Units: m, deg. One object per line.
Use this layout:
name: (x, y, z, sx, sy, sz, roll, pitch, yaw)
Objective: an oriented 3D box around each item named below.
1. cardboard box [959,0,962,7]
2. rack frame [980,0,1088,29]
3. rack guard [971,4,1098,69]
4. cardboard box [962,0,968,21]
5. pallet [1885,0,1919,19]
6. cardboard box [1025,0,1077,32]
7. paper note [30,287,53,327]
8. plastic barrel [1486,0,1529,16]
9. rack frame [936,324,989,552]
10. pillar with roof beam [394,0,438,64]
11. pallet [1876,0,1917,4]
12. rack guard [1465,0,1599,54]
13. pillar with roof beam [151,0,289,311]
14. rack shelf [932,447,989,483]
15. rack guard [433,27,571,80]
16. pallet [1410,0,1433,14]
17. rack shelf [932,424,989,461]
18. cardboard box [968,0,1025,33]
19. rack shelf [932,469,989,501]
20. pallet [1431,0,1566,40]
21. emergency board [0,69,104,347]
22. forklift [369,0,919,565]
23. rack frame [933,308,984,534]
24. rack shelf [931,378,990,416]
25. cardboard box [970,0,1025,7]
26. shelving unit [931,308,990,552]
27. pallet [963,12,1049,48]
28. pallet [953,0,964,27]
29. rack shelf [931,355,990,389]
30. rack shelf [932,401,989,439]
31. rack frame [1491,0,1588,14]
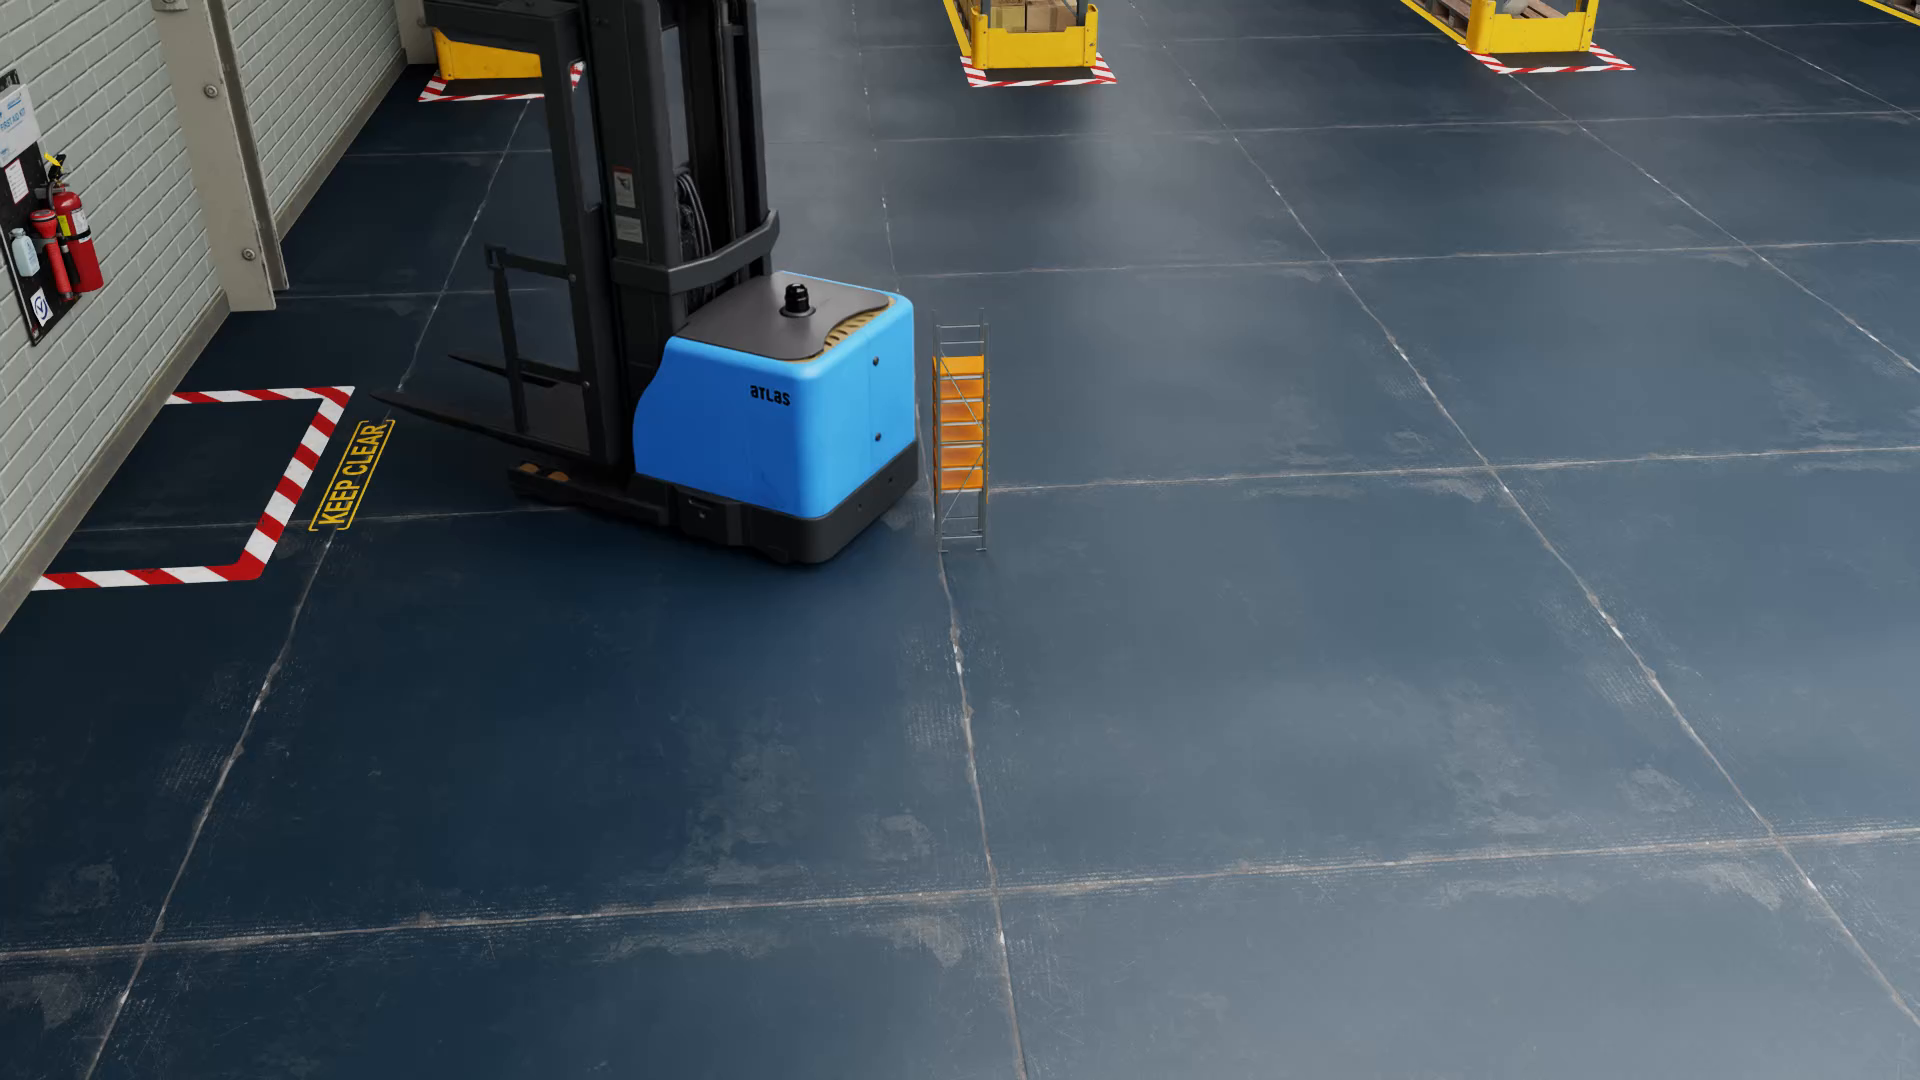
cardboard box: (0.245, -5.624, 17.012, 0.500, 0.250, 0.500, -3, 31, -5)
rack frame: (0.696, -5.855, 15.127, 1.000, 3.000, 0.127, -3, 31, -5)
rack guard: (0.699, -4.769, 15.747, 1.175, 0.500, 0.348, -3, 31, -5)
cardboard box: (0.293, -5.369, 16.585, 0.500, 0.250, 0.500, -3, 31, -5)
pallet: (10.512, -5.585, 17.395, 1.003, 0.211, 1.213, -3, 31, -5)
cardboard box: (0.868, -5.139, 16.200, 0.500, 0.250, 0.500, -3, 31, -5)
paper note: (-4.461, -1.133, 8.080, 0.016, 0.148, 0.142, -3, 31, -5)
plastic barrel: (5.491, -5.535, 16.607, 0.421, 0.512, 0.421, 0, 31, 0)
rack frame: (0.010, -0.461, 7.852, 0.240, 1.200, 0.006, -3, 31, -5)
pillar with roof beam: (-0.876, -8.713, 14.062, 9.100, 9.000, 0.400, -3, 31, -5)
pallet: (10.401, -6.207, 18.436, 1.003, 0.211, 1.213, -3, 31, -5)
rack guard: (5.574, -5.053, 16.223, 1.175, 0.500, 0.348, -3, 31, -5)
pillar with roof beam: (-0.315, -5.650, 8.933, 9.100, 9.000, 0.400, -3, 31, -5)
rack shelf: (0.001, -0.367, 8.014, 0.258, 0.103, 0.180, -3, 31, -5)
rack guard: (-4.242, -4.581, 15.432, 1.175, 0.500, 0.348, -3, 31, -5)
pallet: (5.393, -5.966, 18.032, 1.003, 0.211, 1.213, -3, 31, -5)
rack shelf: (0.001, -0.470, 7.953, 0.258, 0.103, 0.180, -3, 31, -5)
cardboard box: (0.352, -5.114, 16.159, 0.500, 0.250, 0.500, -3, 31, -5)
rack shelf: (0.001, -0.264, 8.076, 0.258, 0.103, 0.180, -3, 31, -5)
pallet: (5.504, -5.344, 16.992, 1.003, 0.211, 1.213, -3, 31, -5)
emergency board: (-4.408, -1.605, 8.011, 0.194, 1.169, 0.643, -3, 31, -5)
forklift: (-1.762, -1.664, 8.177, 3.031, 2.935, 1.130, 15, 34, 23)
rack frame: (-0.007, -0.554, 8.008, 0.240, 1.200, 0.006, -3, 31, -5)
rack shelf: (0.001, -0.676, 7.830, 0.258, 0.103, 0.180, -3, 31, -5)
cardboard box: (0.350, -5.436, 15.966, 0.500, 0.500, 0.500, -3, 31, -5)
shelving unit: (0.001, -0.508, 7.930, 0.258, 1.200, 0.189, -3, 31, -5)
pallet: (0.583, -5.046, 16.492, 1.003, 0.211, 1.213, -3, 31, -5)
pallet: (0.472, -5.667, 17.532, 1.003, 0.211, 1.213, -3, 31, -5)
rack shelf: (0.001, -0.779, 7.768, 0.258, 0.103, 0.180, -3, 31, -5)
rack shelf: (0.001, -0.573, 7.891, 0.258, 0.103, 0.180, -3, 31, -5)
rack frame: (5.628, -6.090, 15.521, 1.000, 3.000, 0.127, -3, 31, -5)
